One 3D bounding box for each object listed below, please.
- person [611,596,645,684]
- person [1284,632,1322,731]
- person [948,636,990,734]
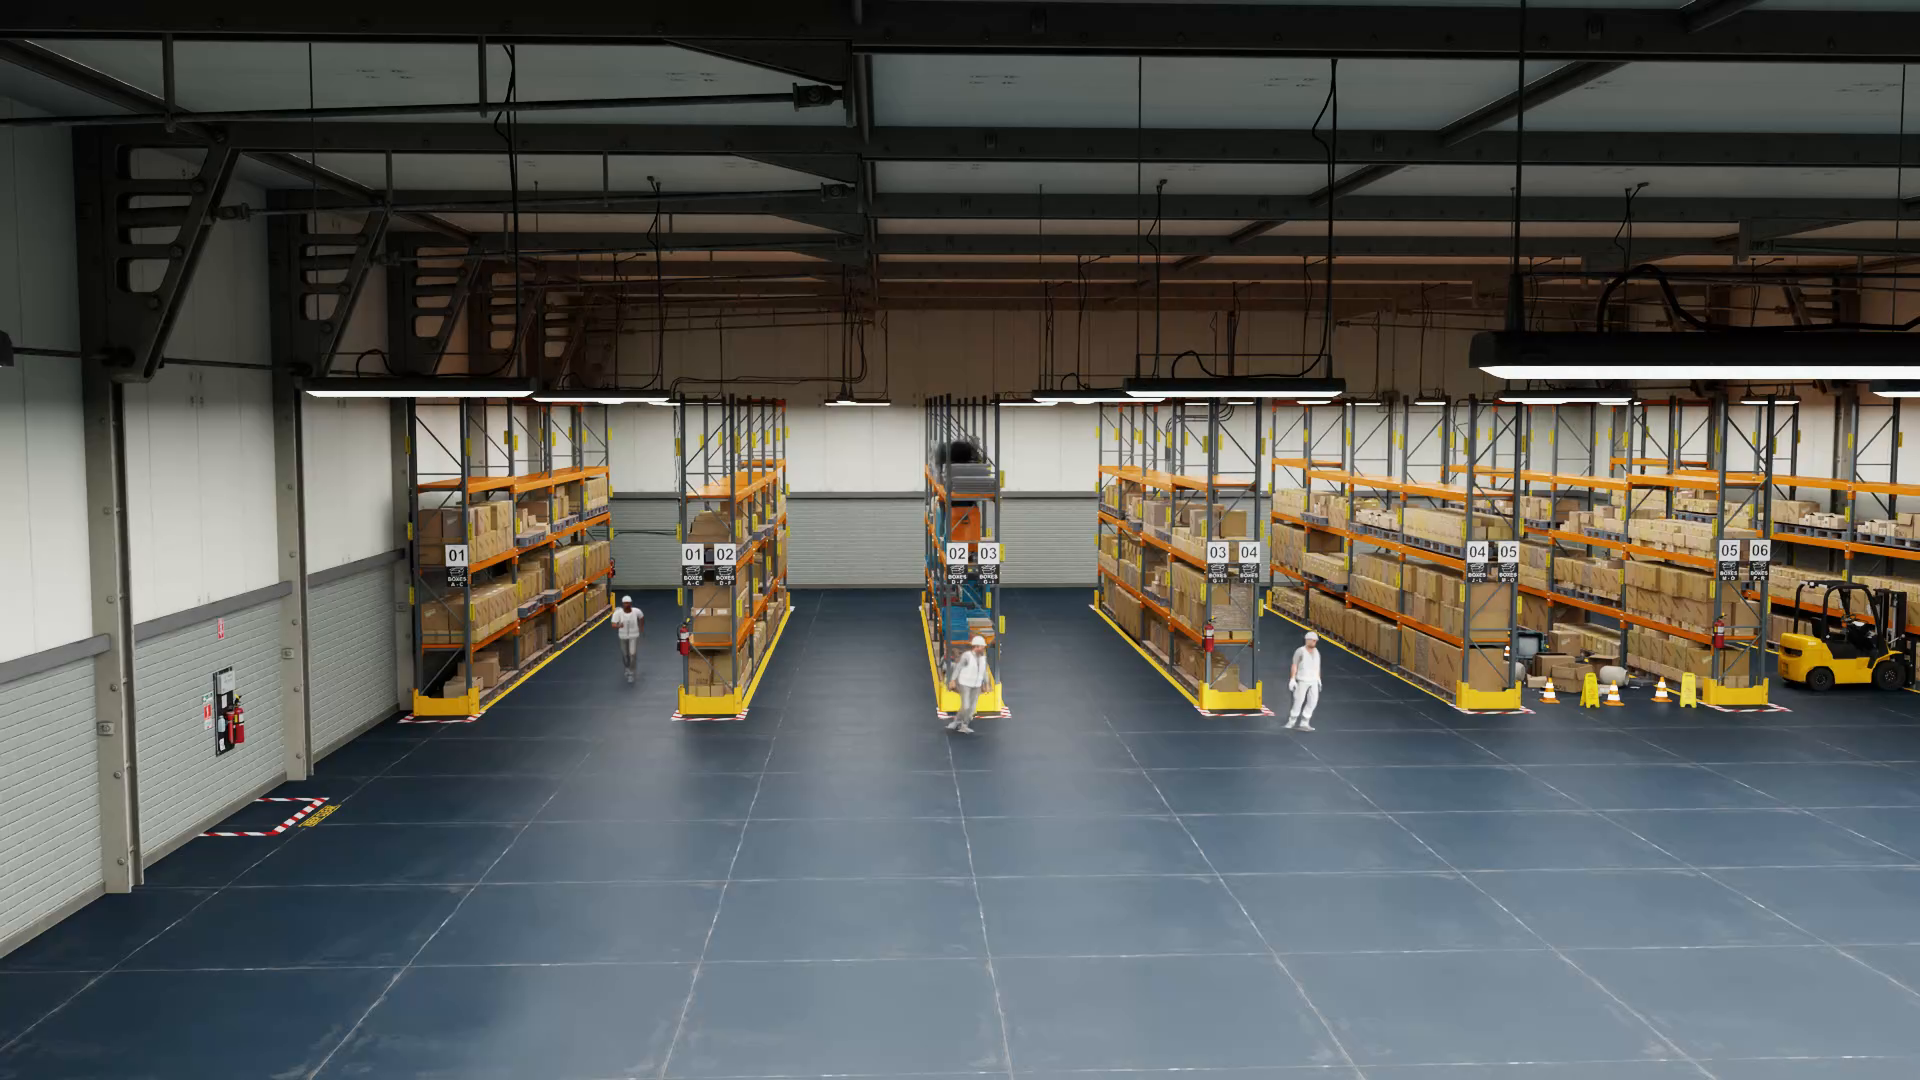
[{"bbox_3d":[-6.981,2.073,34.963,0.657,1.823,0.872,0,5,-4],"label":"person"},{"bbox_3d":[6.086,2.507,29.508,0.647,1.766,0.470,-2,5,-26],"label":"person"},{"bbox_3d":[0.173,2.552,29.290,0.692,1.735,0.595,-3,6,-36],"label":"person"}]
